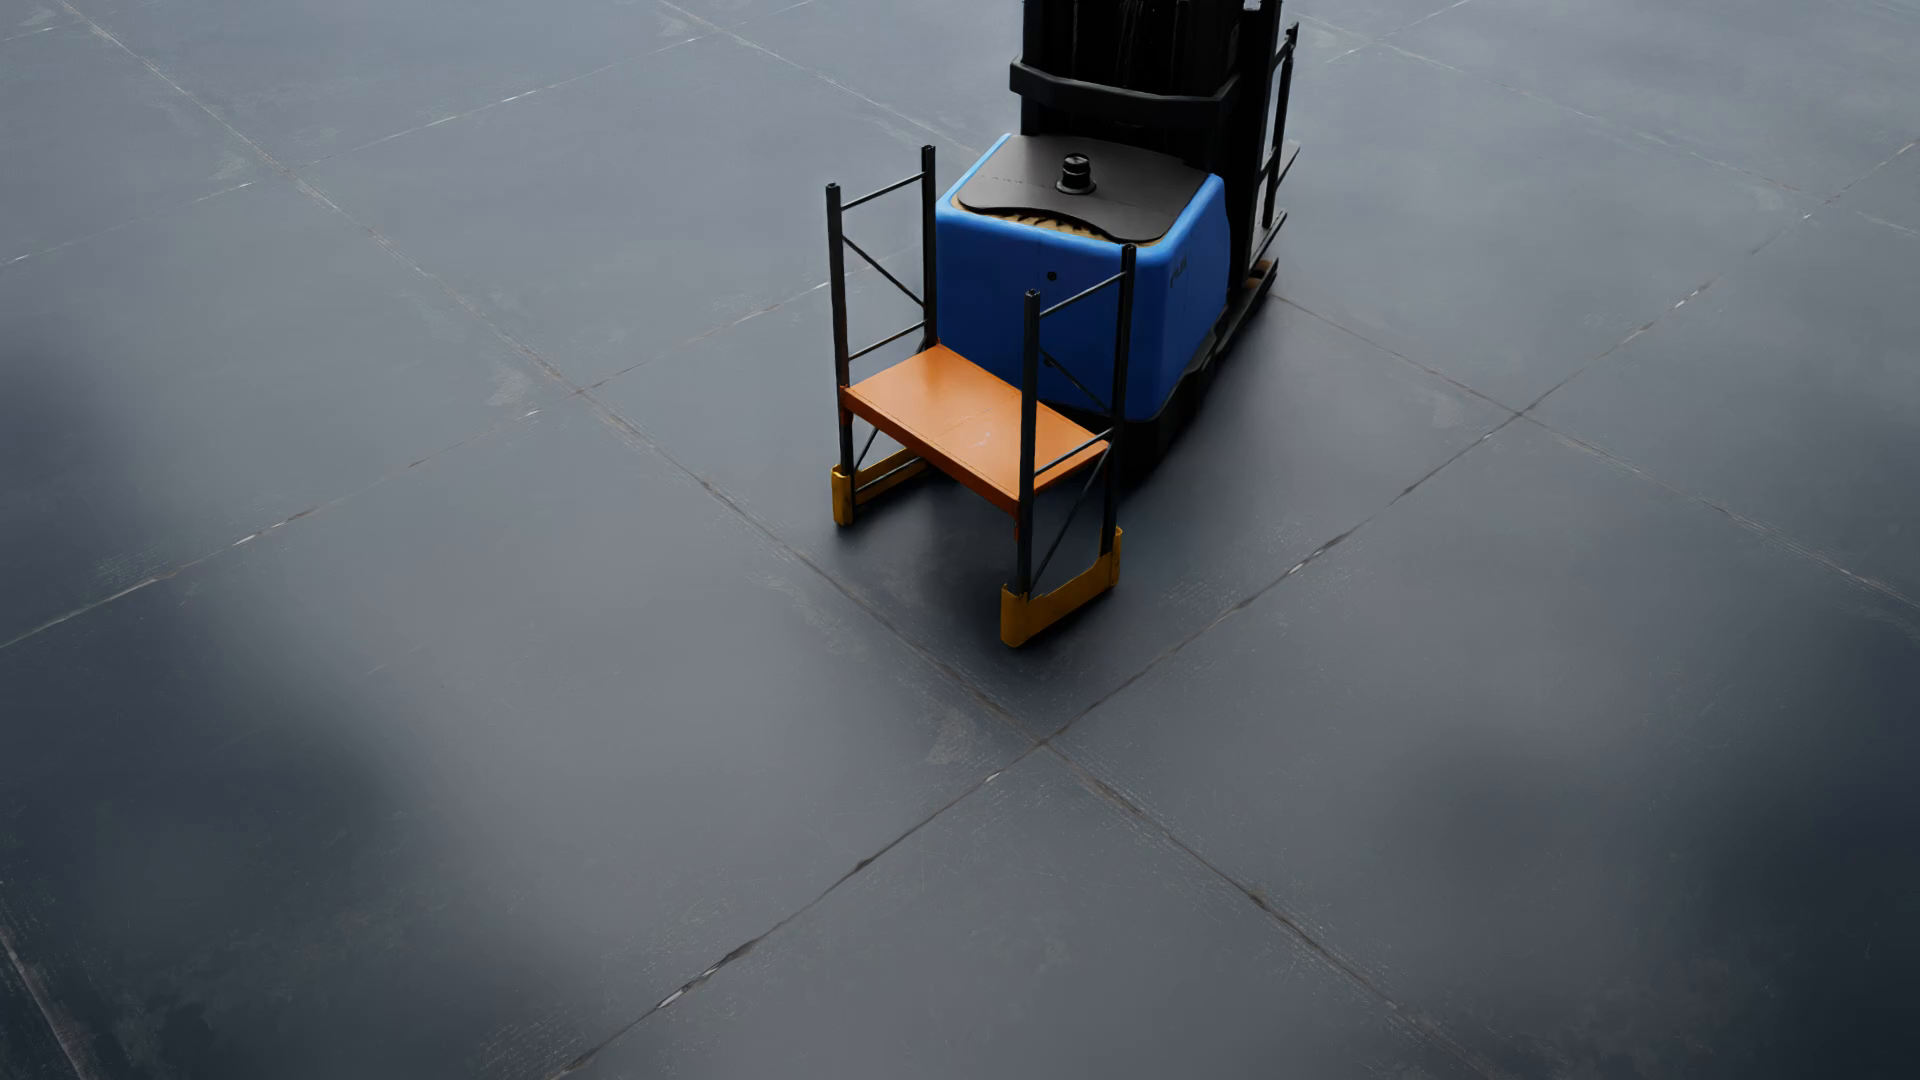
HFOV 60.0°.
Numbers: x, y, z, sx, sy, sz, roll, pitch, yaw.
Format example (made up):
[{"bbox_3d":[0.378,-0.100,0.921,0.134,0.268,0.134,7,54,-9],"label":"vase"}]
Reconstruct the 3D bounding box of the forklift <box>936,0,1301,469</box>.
[{"bbox_3d":[0.930,-2.362,7.342,1.130,2.935,3.031,16,42,19],"label":"forklift"}]

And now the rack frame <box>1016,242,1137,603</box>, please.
[{"bbox_3d":[0.402,-0.309,5.939,0.500,1.500,0.032,-30,48,-32],"label":"rack frame"}]

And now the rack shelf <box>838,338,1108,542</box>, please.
[{"bbox_3d":[0.058,-0.404,6.343,0.538,0.185,1.000,-30,48,-32],"label":"rack shelf"}]

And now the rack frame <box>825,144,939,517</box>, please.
[{"bbox_3d":[-0.286,-0.779,6.521,0.500,1.500,0.032,-30,48,-32],"label":"rack frame"}]

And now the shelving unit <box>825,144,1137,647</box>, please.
[{"bbox_3d":[0.052,-0.548,6.235,0.587,1.500,1.083,-30,48,-32],"label":"shelving unit"}]

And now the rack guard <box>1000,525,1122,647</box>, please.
[{"bbox_3d":[0.388,0.169,6.342,0.587,0.250,0.087,-30,48,-32],"label":"rack guard"}]

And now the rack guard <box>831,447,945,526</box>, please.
[{"bbox_3d":[-0.285,-0.292,6.913,0.587,0.250,0.087,-30,48,-32],"label":"rack guard"}]
